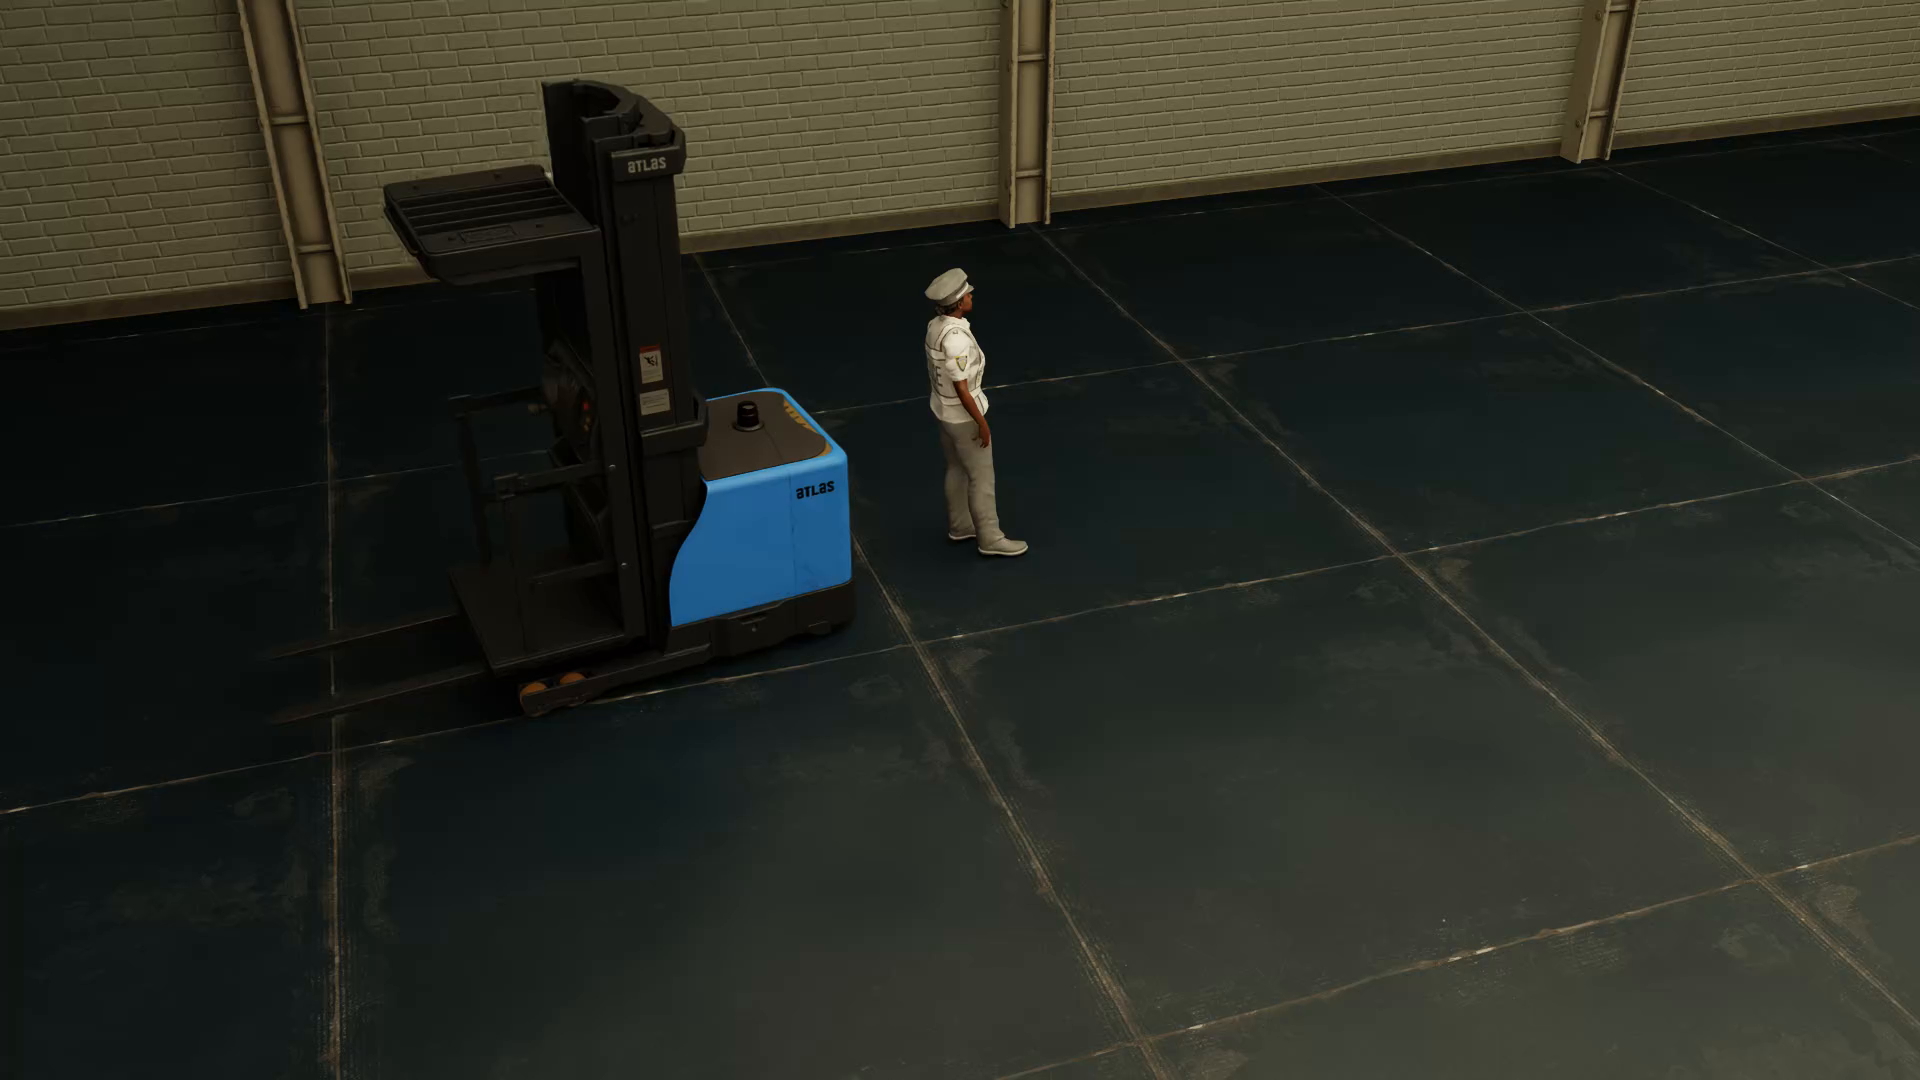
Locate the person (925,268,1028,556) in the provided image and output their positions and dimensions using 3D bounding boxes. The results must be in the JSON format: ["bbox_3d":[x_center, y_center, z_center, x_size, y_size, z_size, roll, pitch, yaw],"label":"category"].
[{"bbox_3d":[0.077,-0.743,9.604,0.530,1.695,0.570,-10,31,-16],"label":"person"}]

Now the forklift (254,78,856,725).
[{"bbox_3d":[-2.127,-0.675,8.261,3.031,2.935,1.130,-14,33,-23],"label":"forklift"}]
